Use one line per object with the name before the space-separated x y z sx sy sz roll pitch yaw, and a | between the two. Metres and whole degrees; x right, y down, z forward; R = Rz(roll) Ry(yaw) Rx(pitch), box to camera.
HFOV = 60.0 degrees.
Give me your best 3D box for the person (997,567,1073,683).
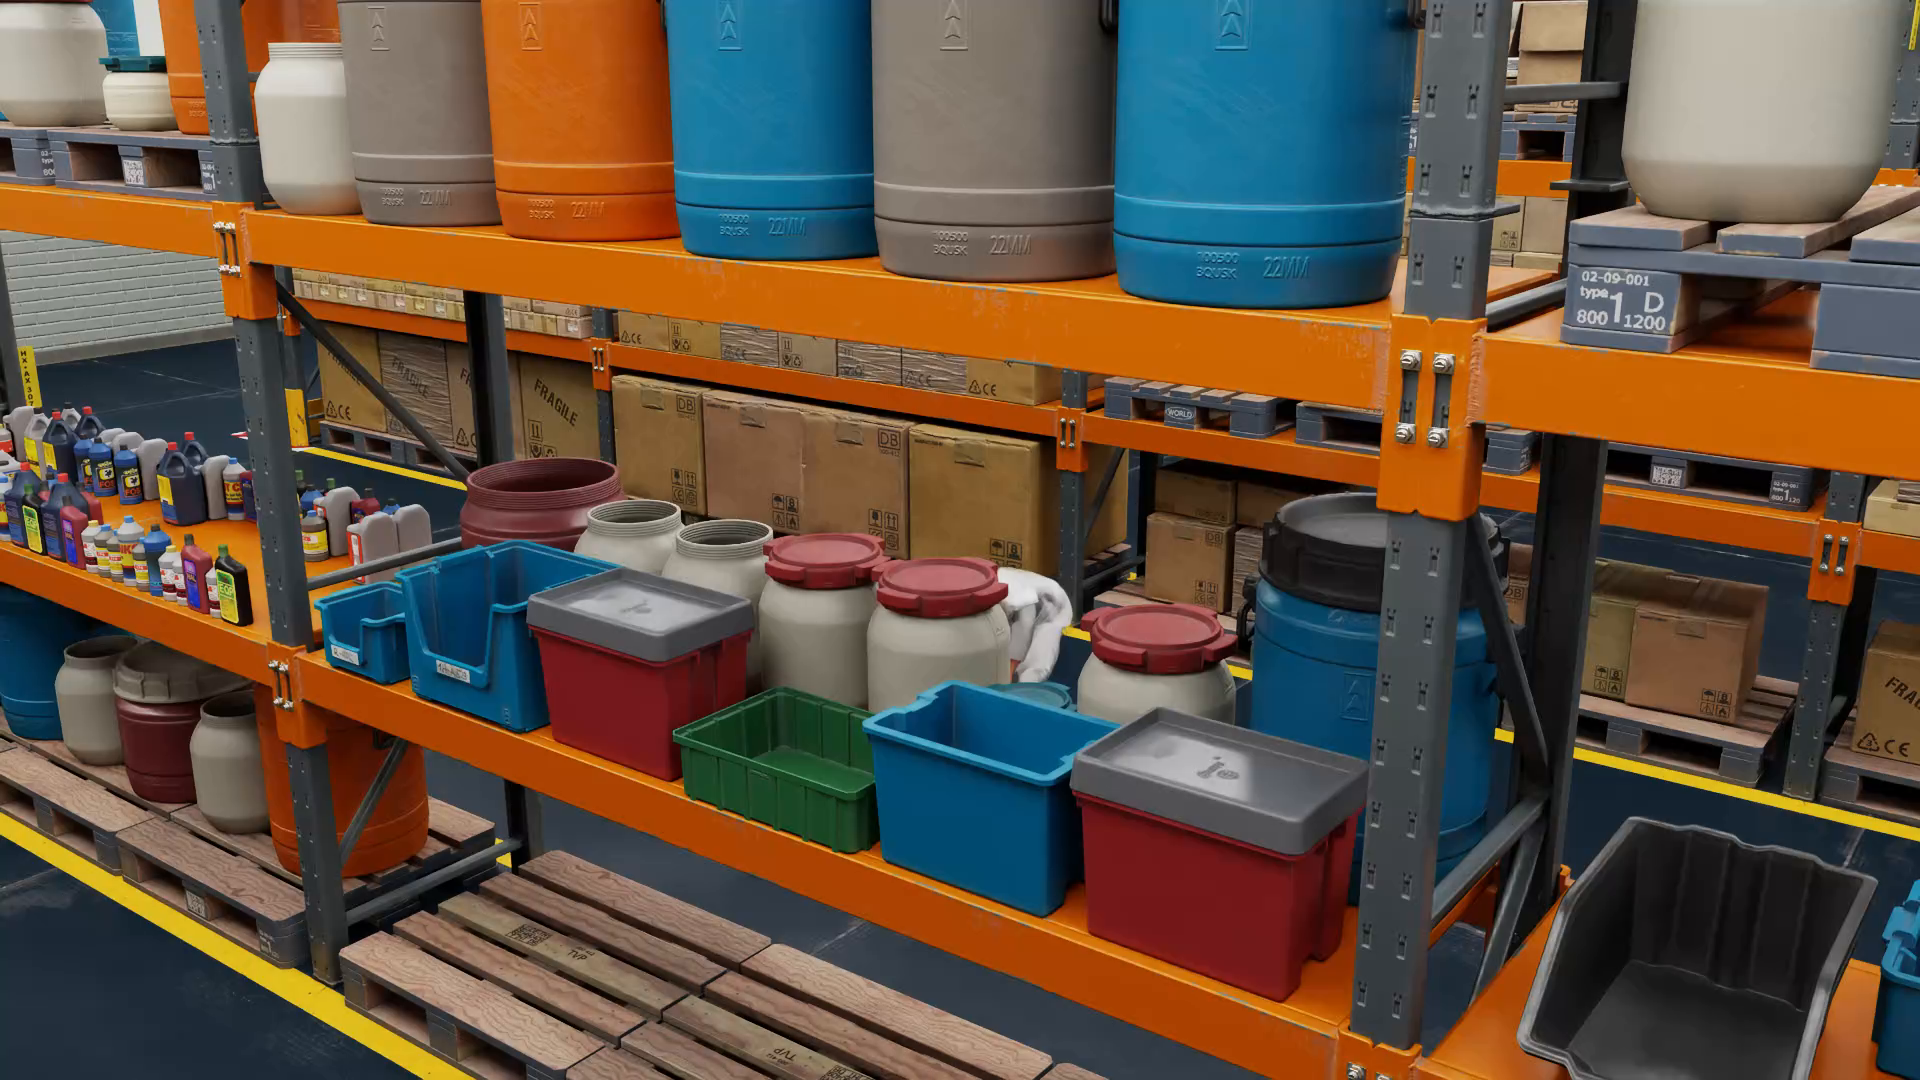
person | 0.198 0.550 8.051 0.524 0.988 0.921 11 20 33
